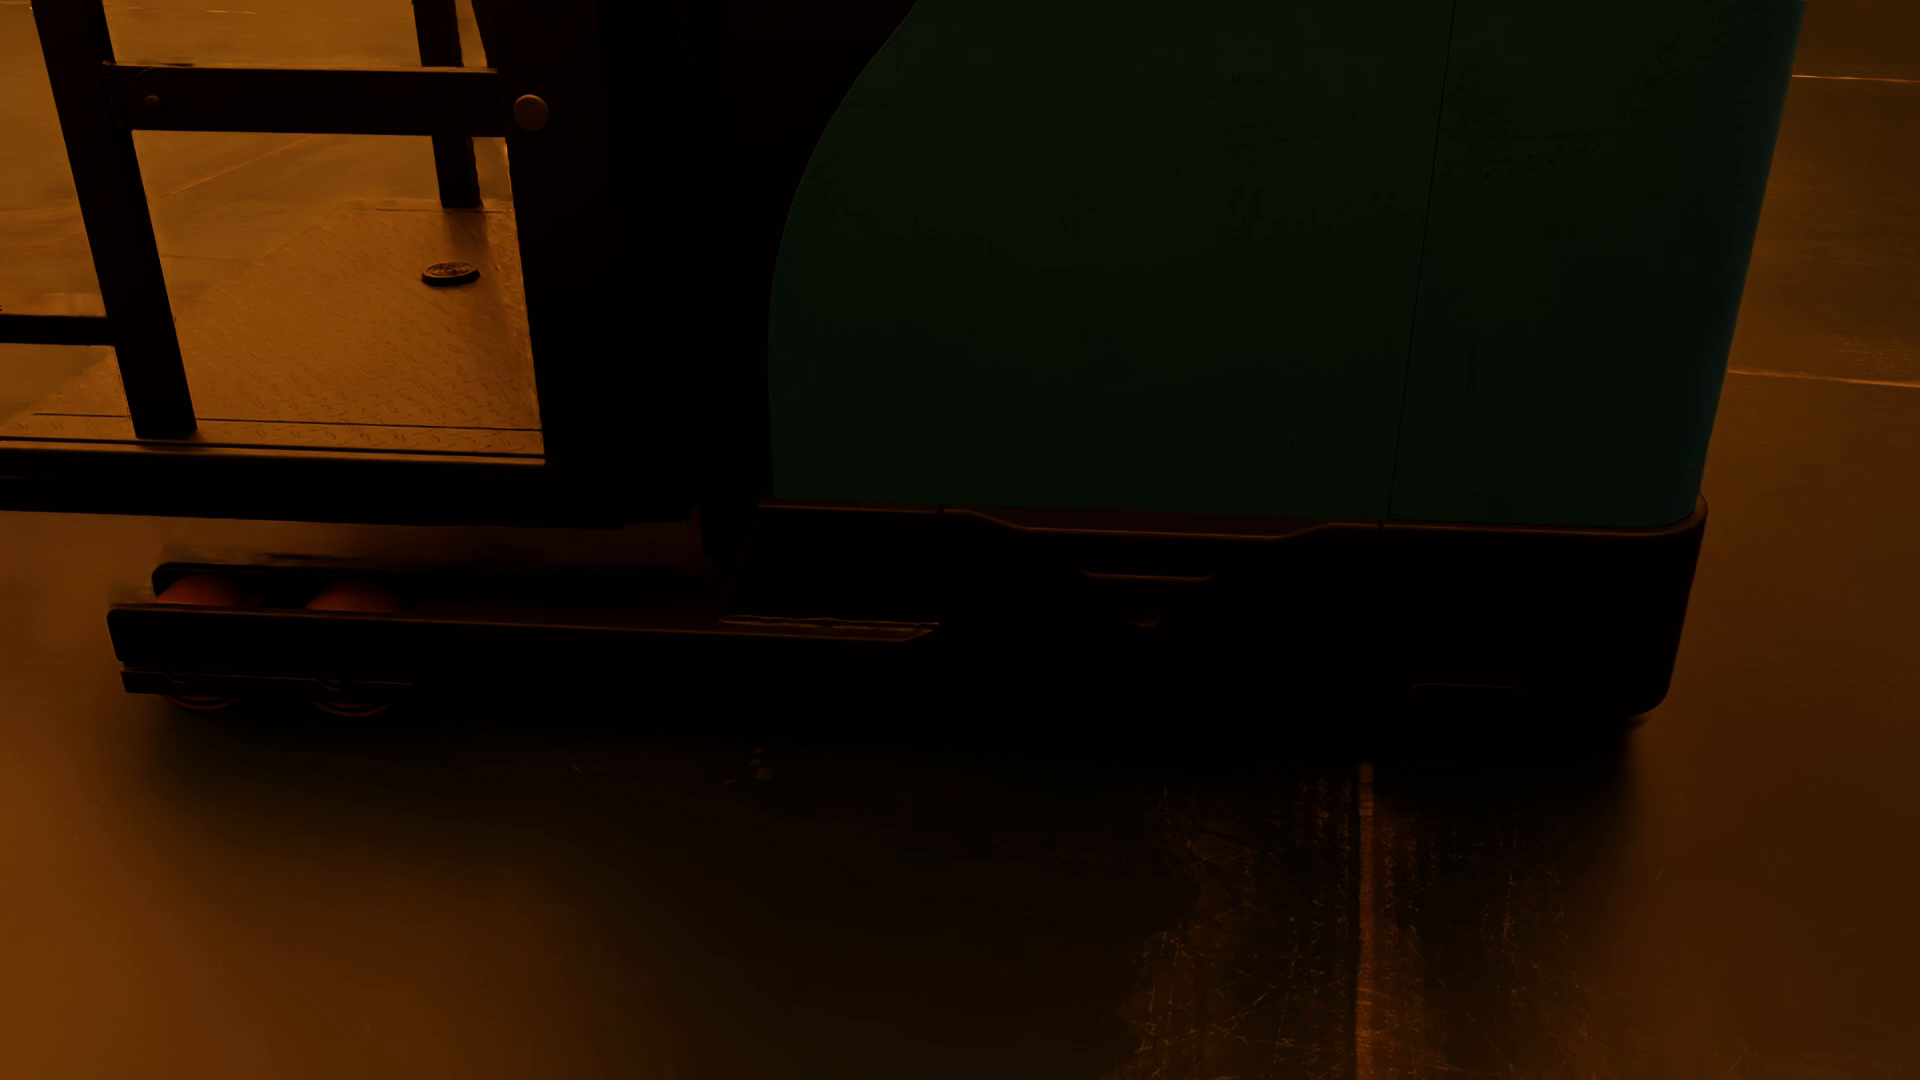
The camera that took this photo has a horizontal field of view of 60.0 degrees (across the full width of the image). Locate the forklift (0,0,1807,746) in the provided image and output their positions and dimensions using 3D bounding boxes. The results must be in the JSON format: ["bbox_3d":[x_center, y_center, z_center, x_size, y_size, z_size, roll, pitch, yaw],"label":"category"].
[{"bbox_3d":[-0.623,-1.323,1.869,3.031,2.935,1.130,2,27,4],"label":"forklift"}]
